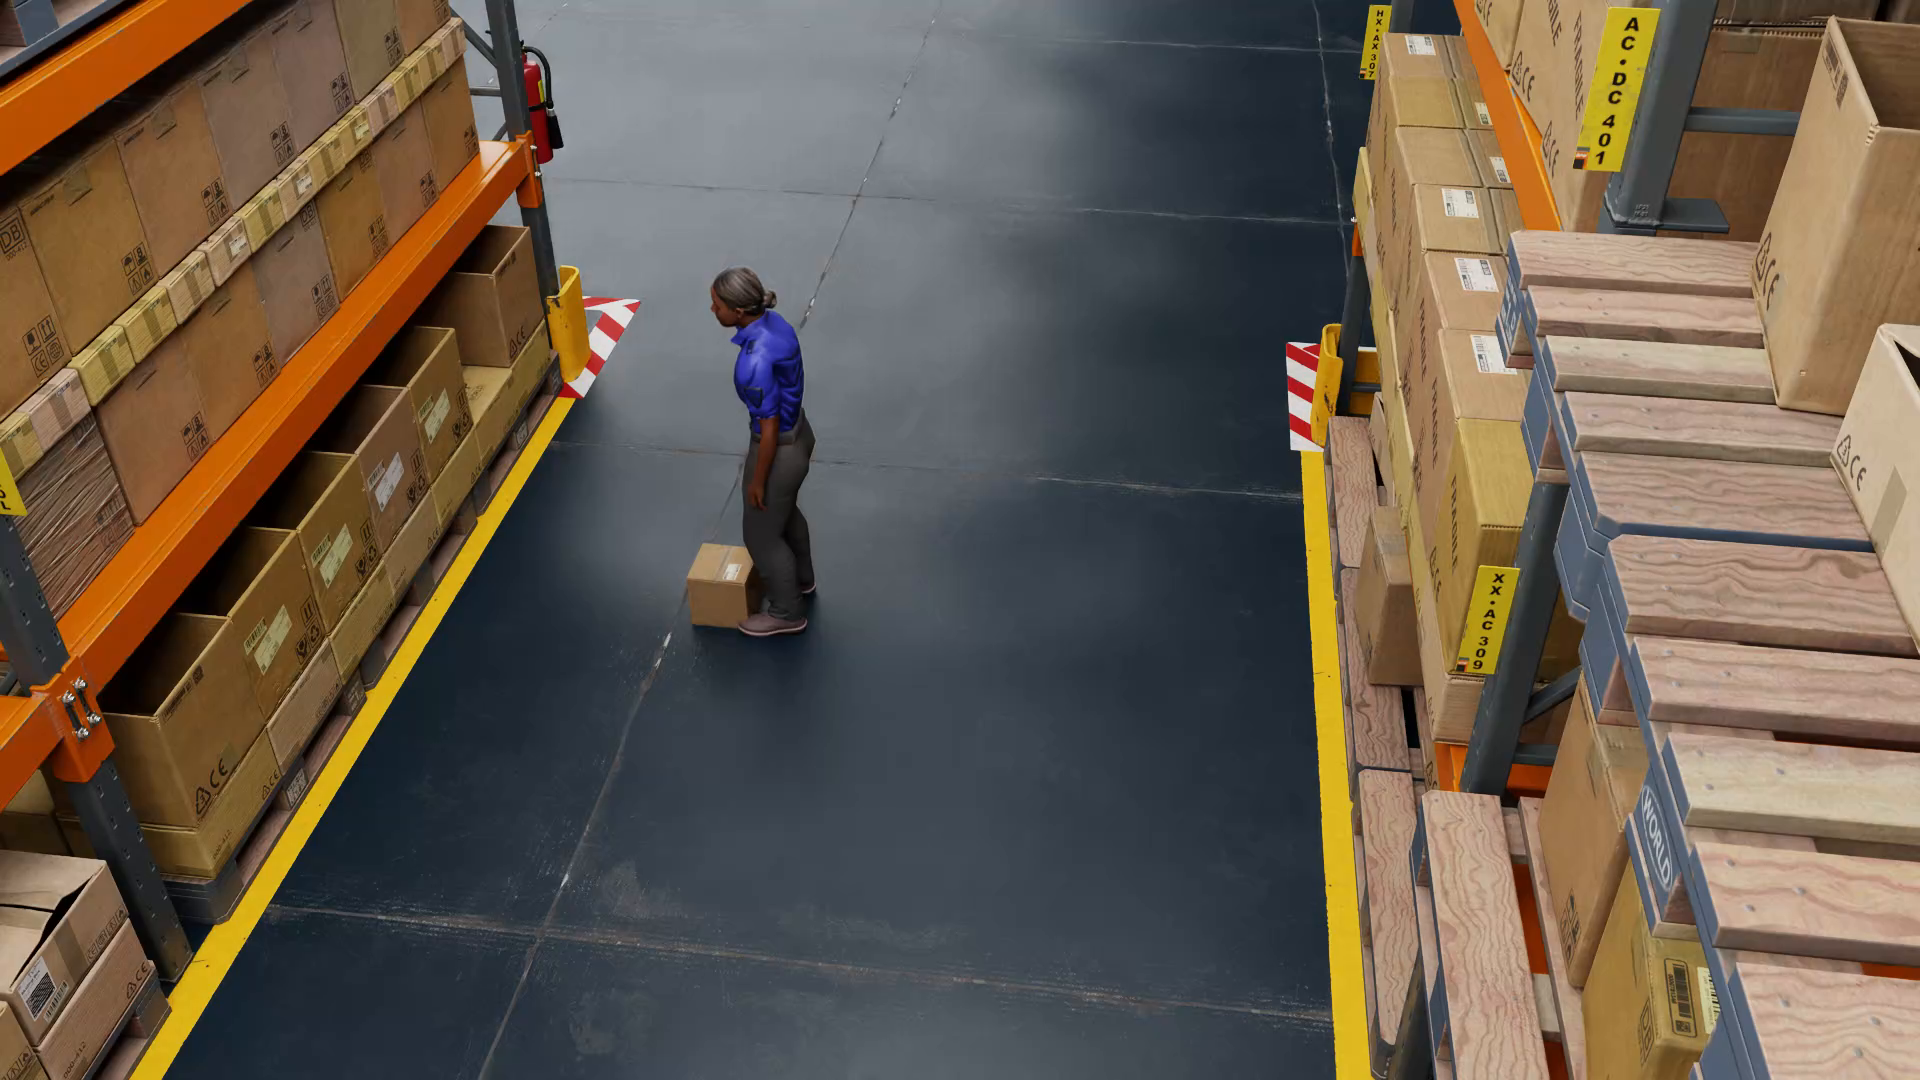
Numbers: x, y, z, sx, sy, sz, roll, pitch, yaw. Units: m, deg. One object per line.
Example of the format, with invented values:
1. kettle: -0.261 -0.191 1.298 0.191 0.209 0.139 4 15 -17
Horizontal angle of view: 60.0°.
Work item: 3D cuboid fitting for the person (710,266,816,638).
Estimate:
1. person: -0.761 -0.357 6.638 0.348 1.653 0.524 2 36 3
